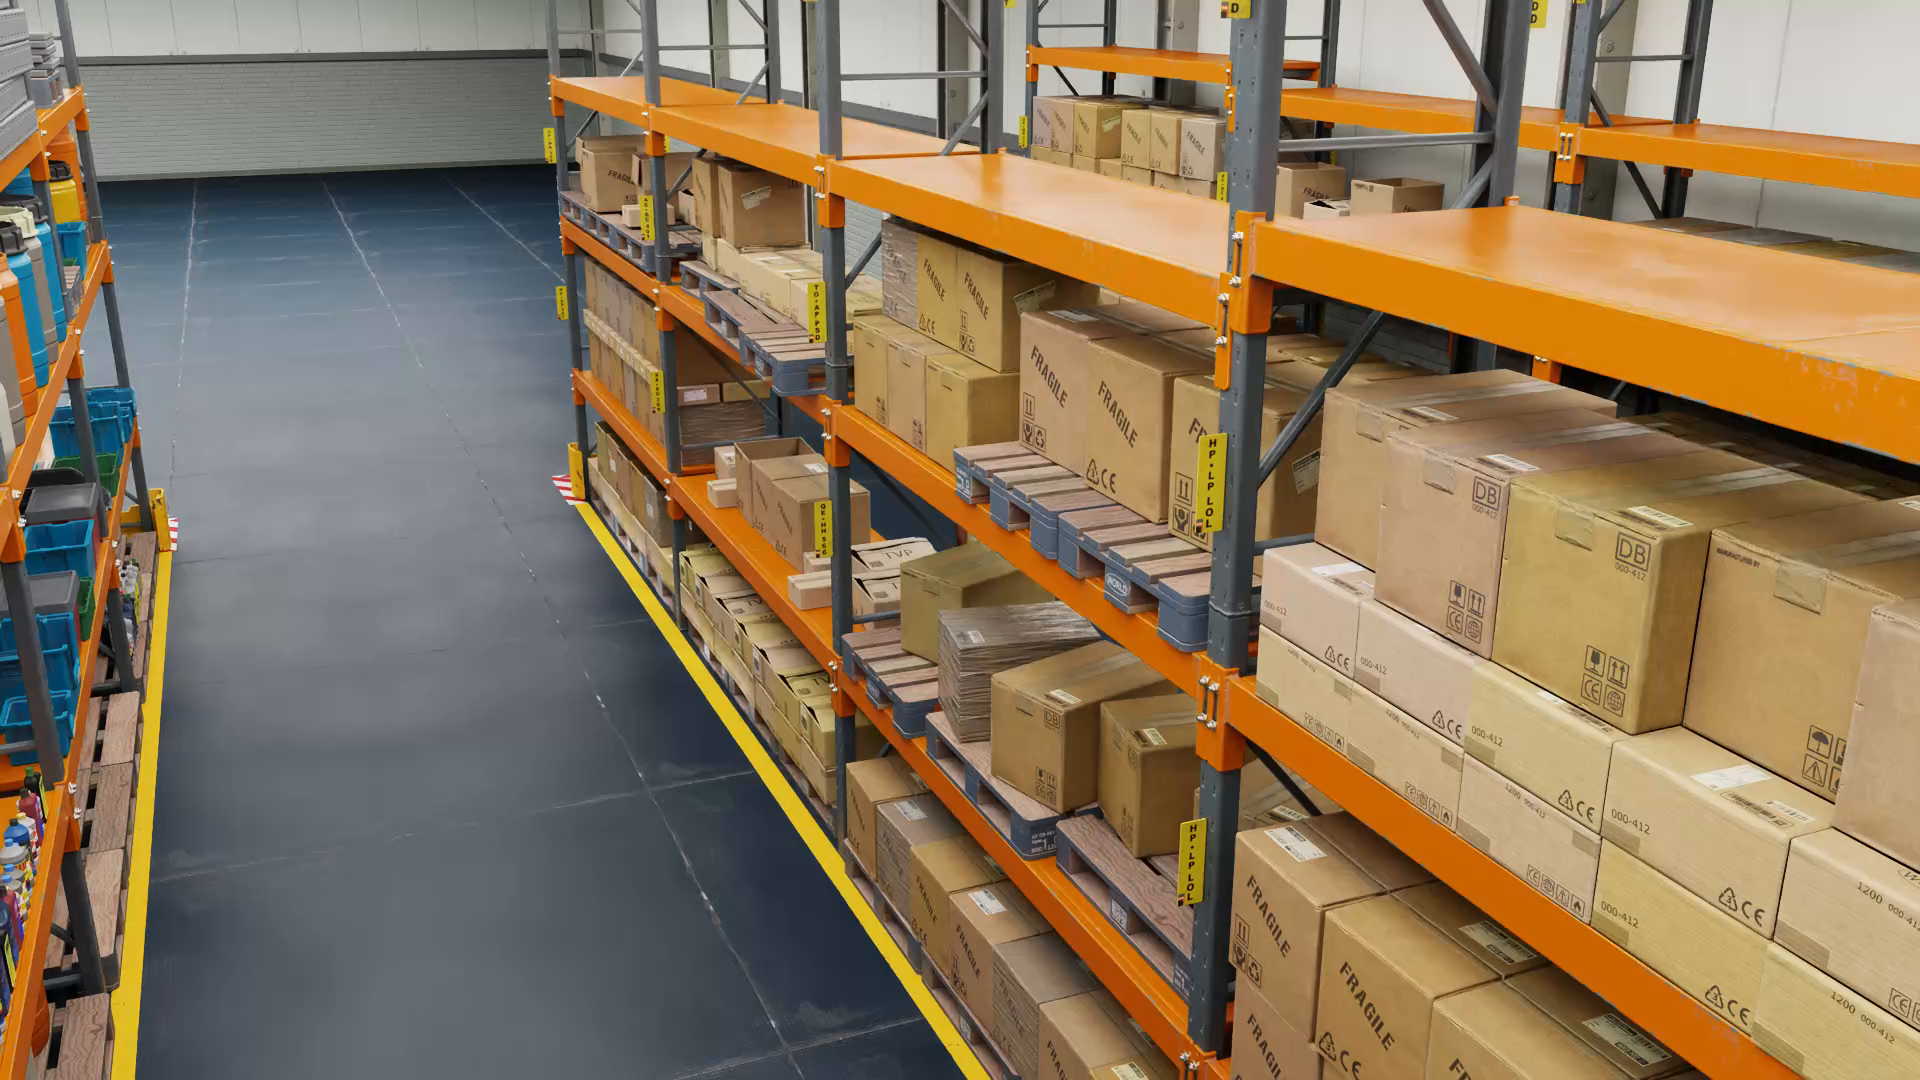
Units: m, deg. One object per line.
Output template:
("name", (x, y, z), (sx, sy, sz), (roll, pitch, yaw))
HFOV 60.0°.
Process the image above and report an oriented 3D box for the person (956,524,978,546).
("person", (0.248, 0.137, 12.564), (0.602, 1.683, 0.511), (-7, 20, -20))
